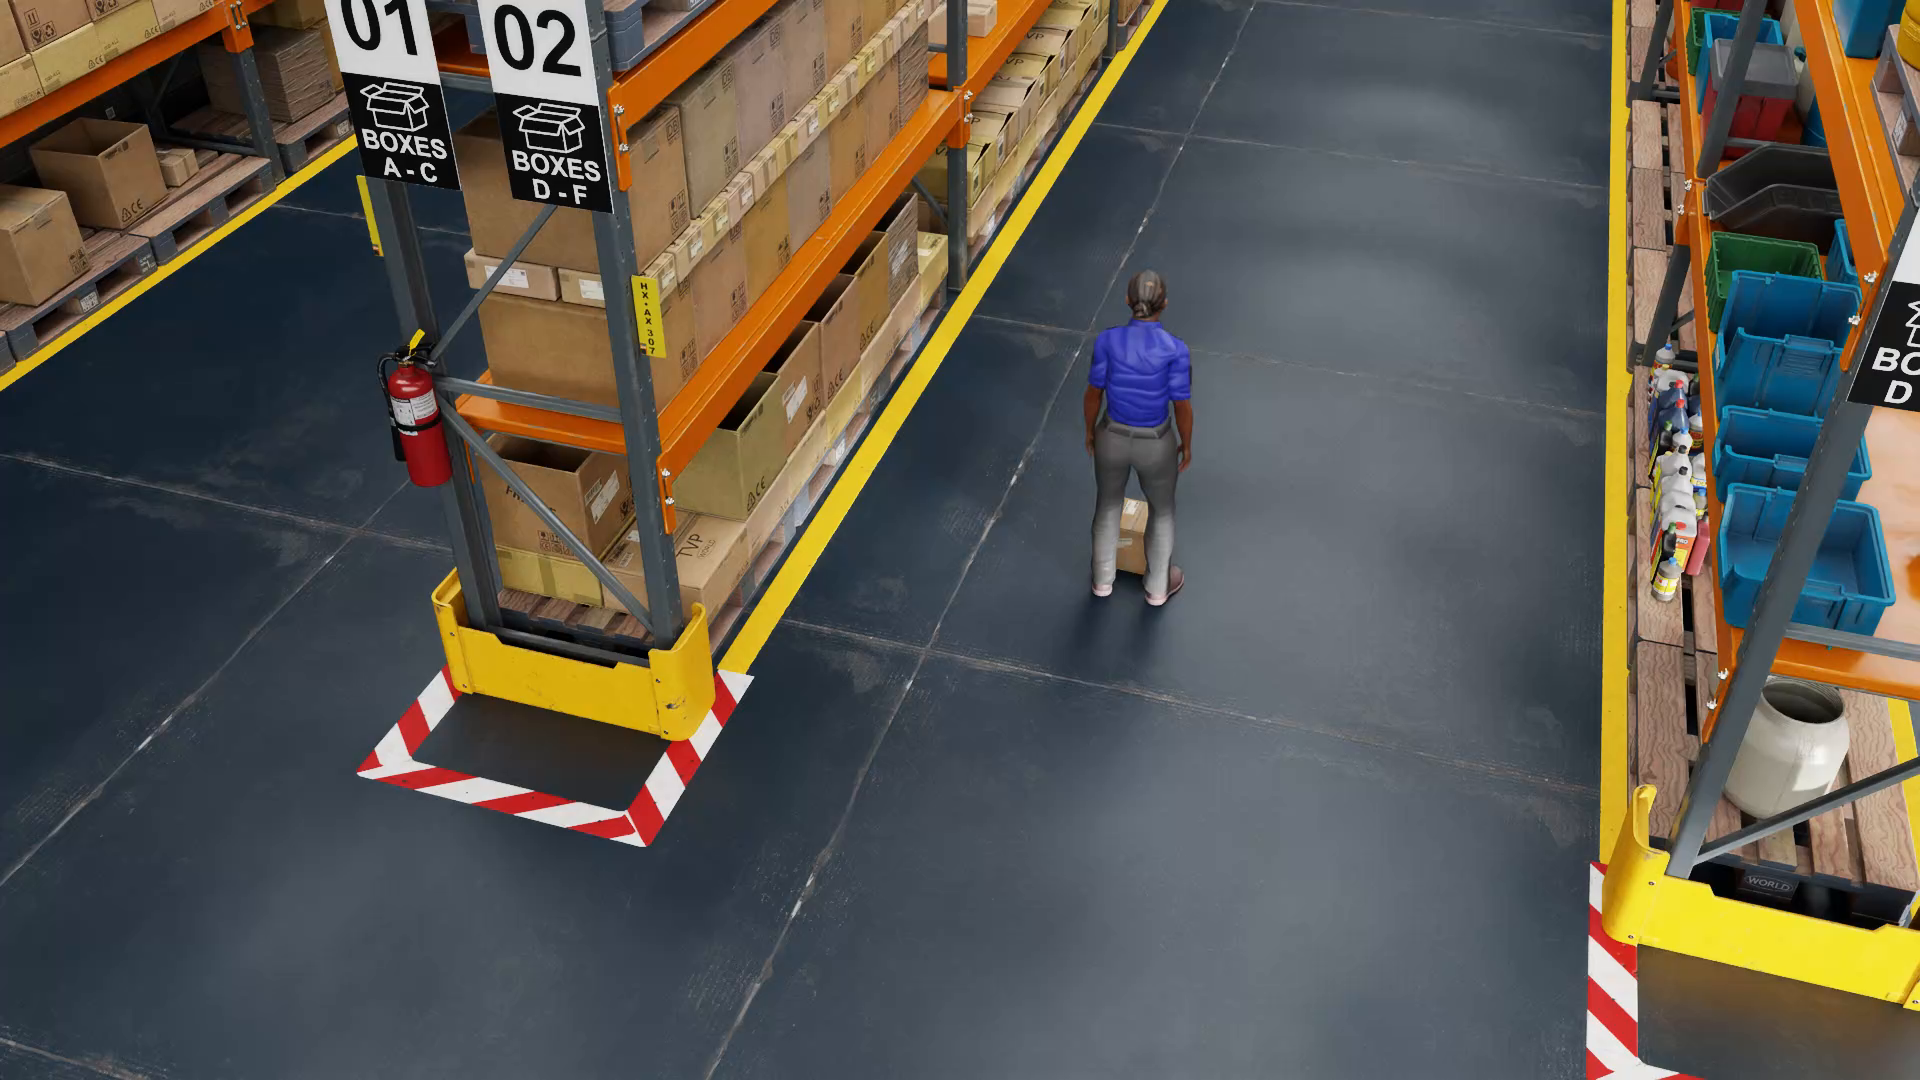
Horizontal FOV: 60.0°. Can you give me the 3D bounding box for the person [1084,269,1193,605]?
[{"bbox_3d":[0.801,-0.437,7.468,0.506,1.655,0.346,11,39,14],"label":"person"}]
